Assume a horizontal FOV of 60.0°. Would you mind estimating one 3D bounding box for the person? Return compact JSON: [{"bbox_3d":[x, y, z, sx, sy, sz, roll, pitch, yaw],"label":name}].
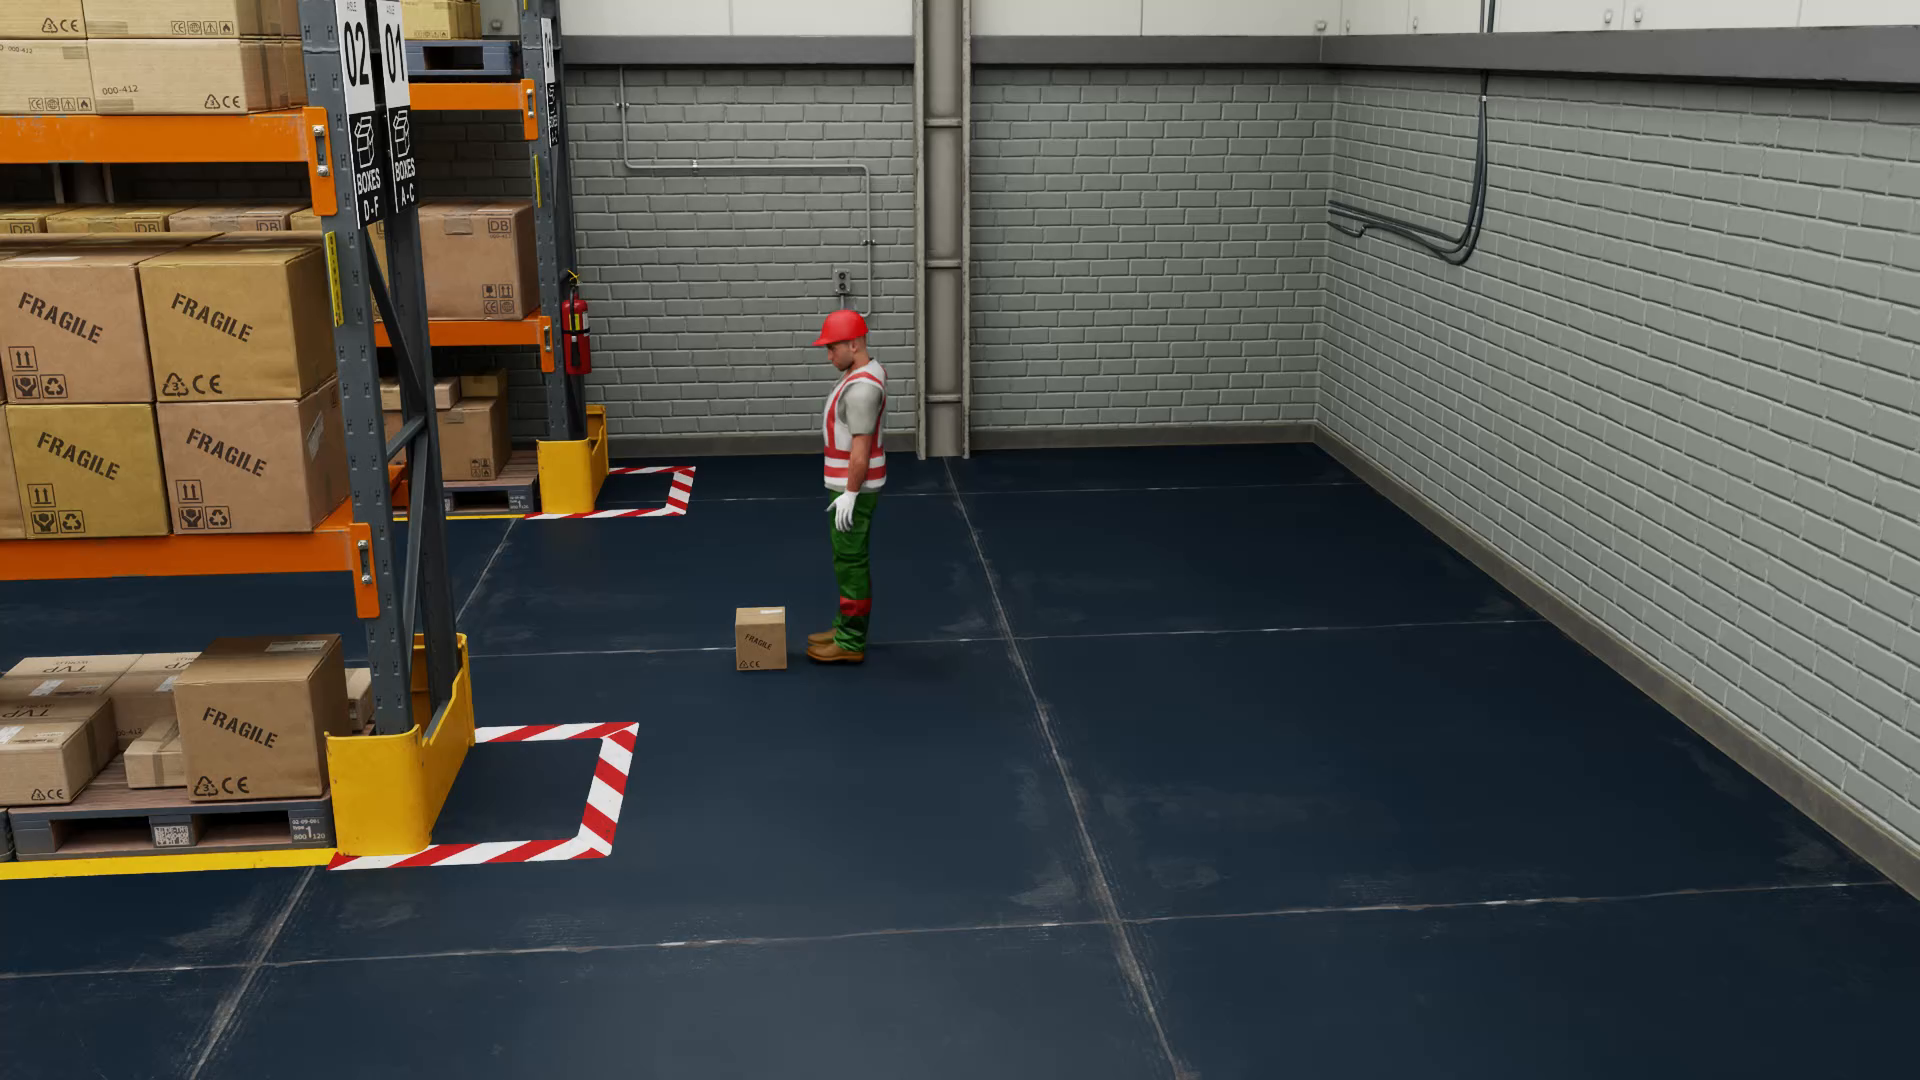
[{"bbox_3d":[-0.538,-0.288,8.305,0.358,1.732,0.539,0,17,0],"label":"person"}]
